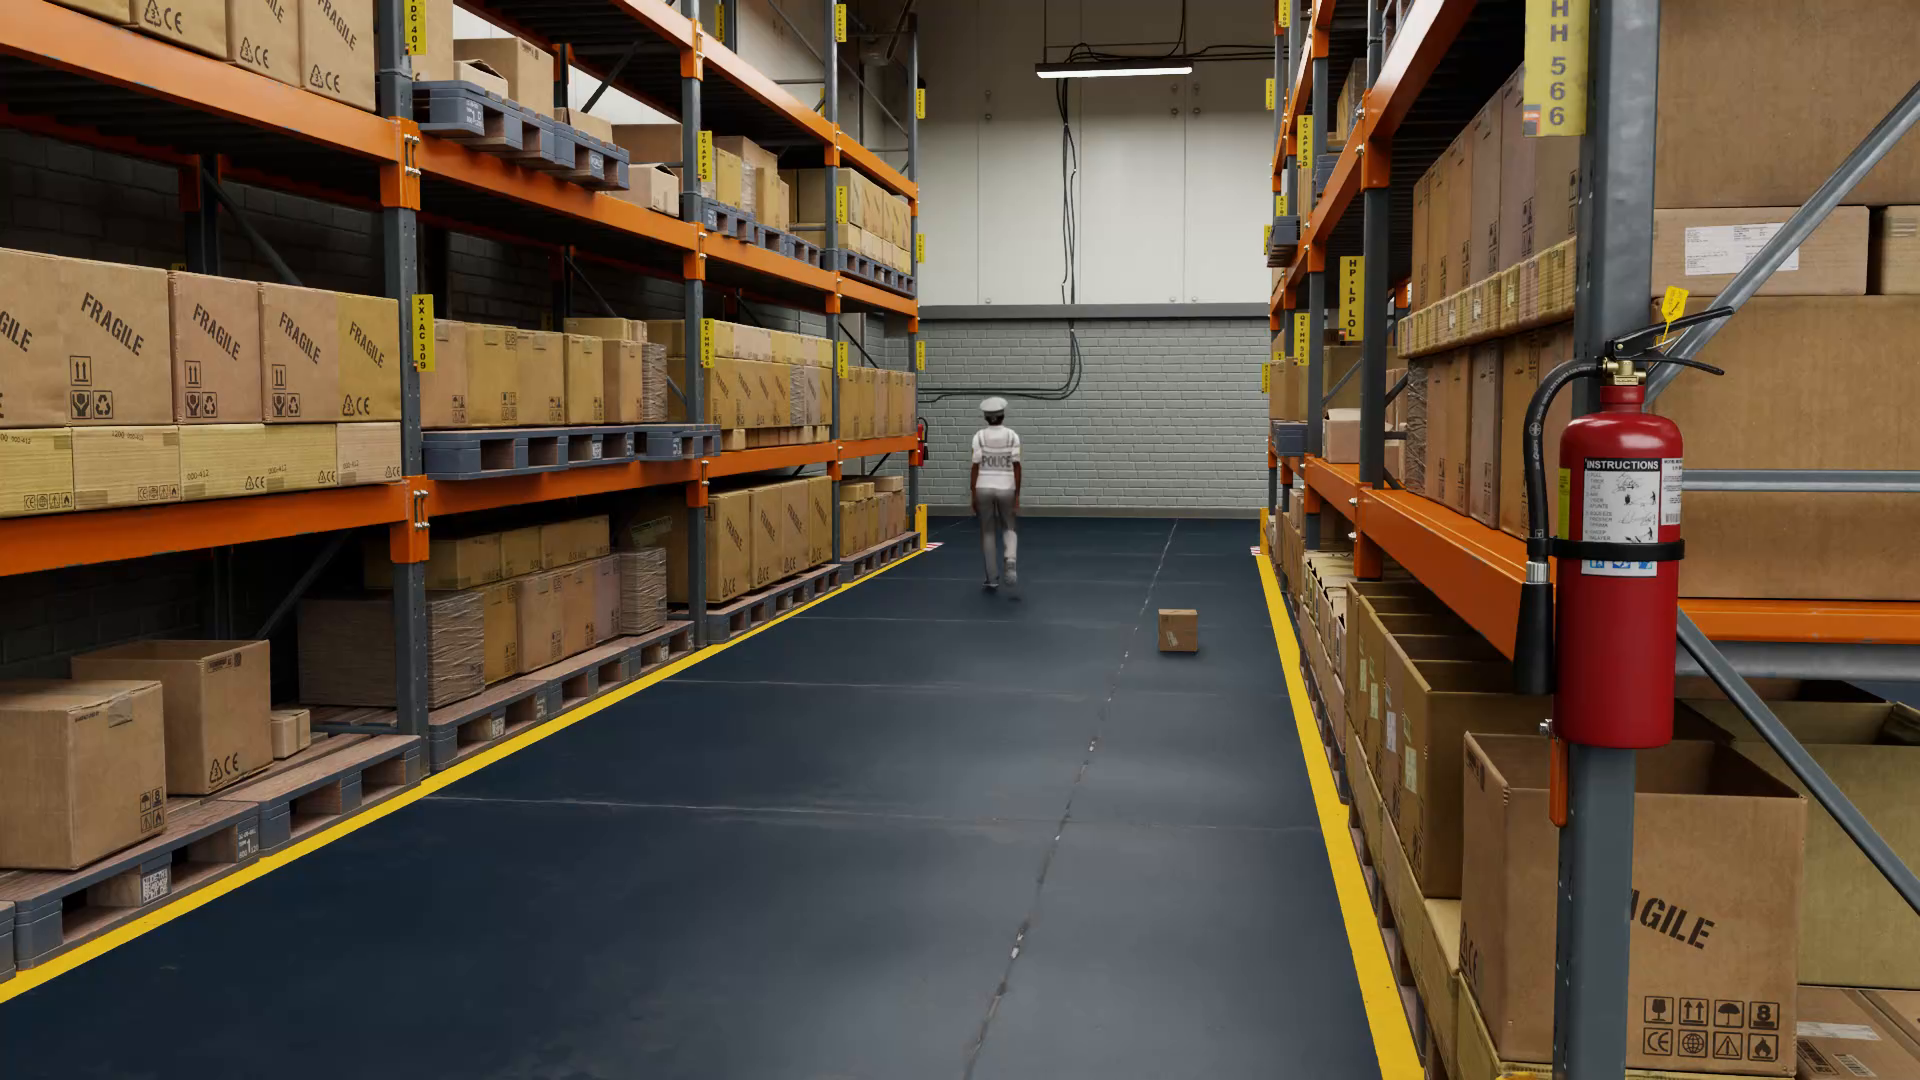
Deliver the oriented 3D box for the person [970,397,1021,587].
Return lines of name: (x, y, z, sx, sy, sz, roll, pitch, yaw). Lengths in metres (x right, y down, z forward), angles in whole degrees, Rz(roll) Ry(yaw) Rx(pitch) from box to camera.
person: (0.317, -0.415, 14.627, 0.444, 1.681, 0.483, 0, 5, -5)
